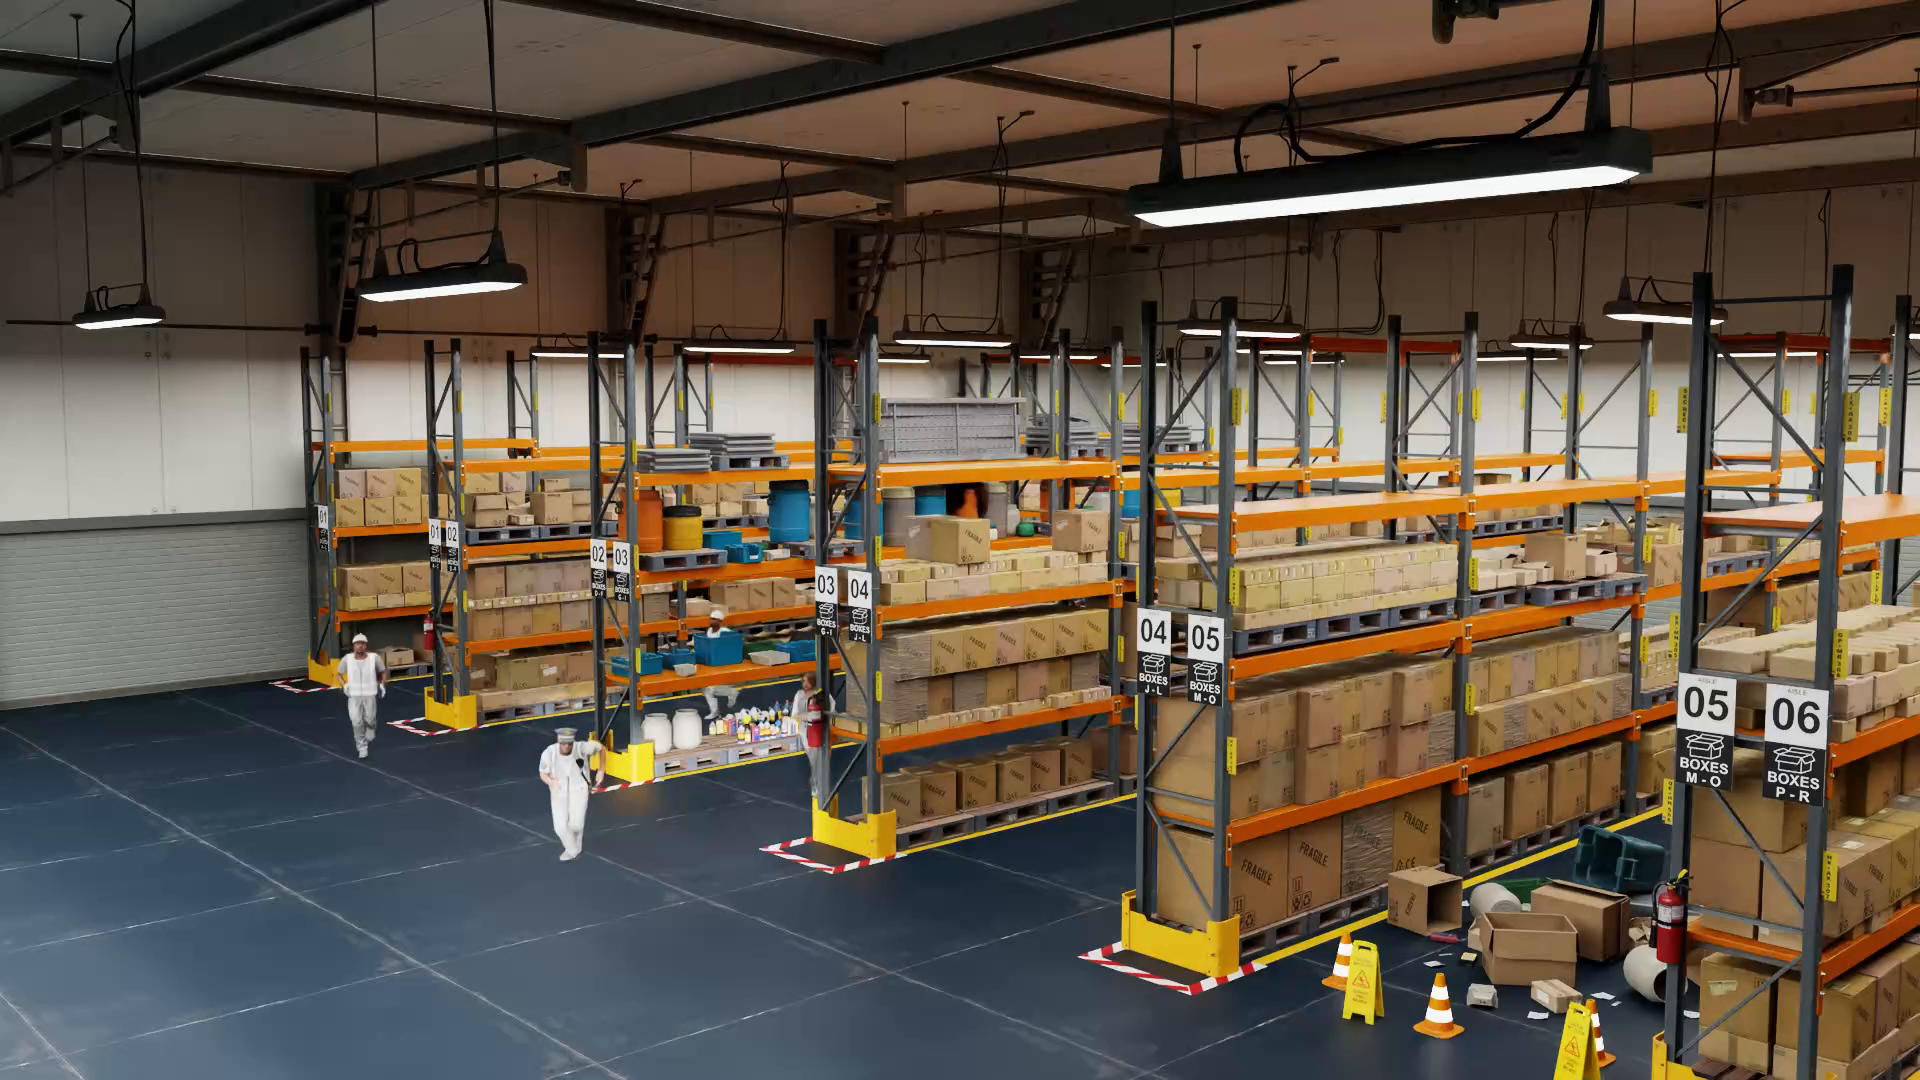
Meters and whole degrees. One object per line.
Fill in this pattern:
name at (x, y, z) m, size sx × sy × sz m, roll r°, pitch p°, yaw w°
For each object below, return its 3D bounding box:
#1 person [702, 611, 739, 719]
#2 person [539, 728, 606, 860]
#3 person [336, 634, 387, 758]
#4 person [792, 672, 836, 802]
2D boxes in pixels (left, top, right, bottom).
person at (-3.860, 1.978, 26.560) m, size 0.692 × 1.726 × 0.598 m, roll 4°, pitch 7°, yaw 40°
person at (-4.221, 2.779, 18.162) m, size 0.700 × 1.579 × 0.912 m, roll -1°, pitch 5°, yaw -9°
person at (-8.572, 2.211, 23.827) m, size 0.683 × 1.740 × 0.616 m, roll -2°, pitch 5°, yaw -18°
person at (-1.889, 2.499, 21.365) m, size 0.485 × 1.634 × 0.715 m, roll 2°, pitch 5°, yaw 20°
